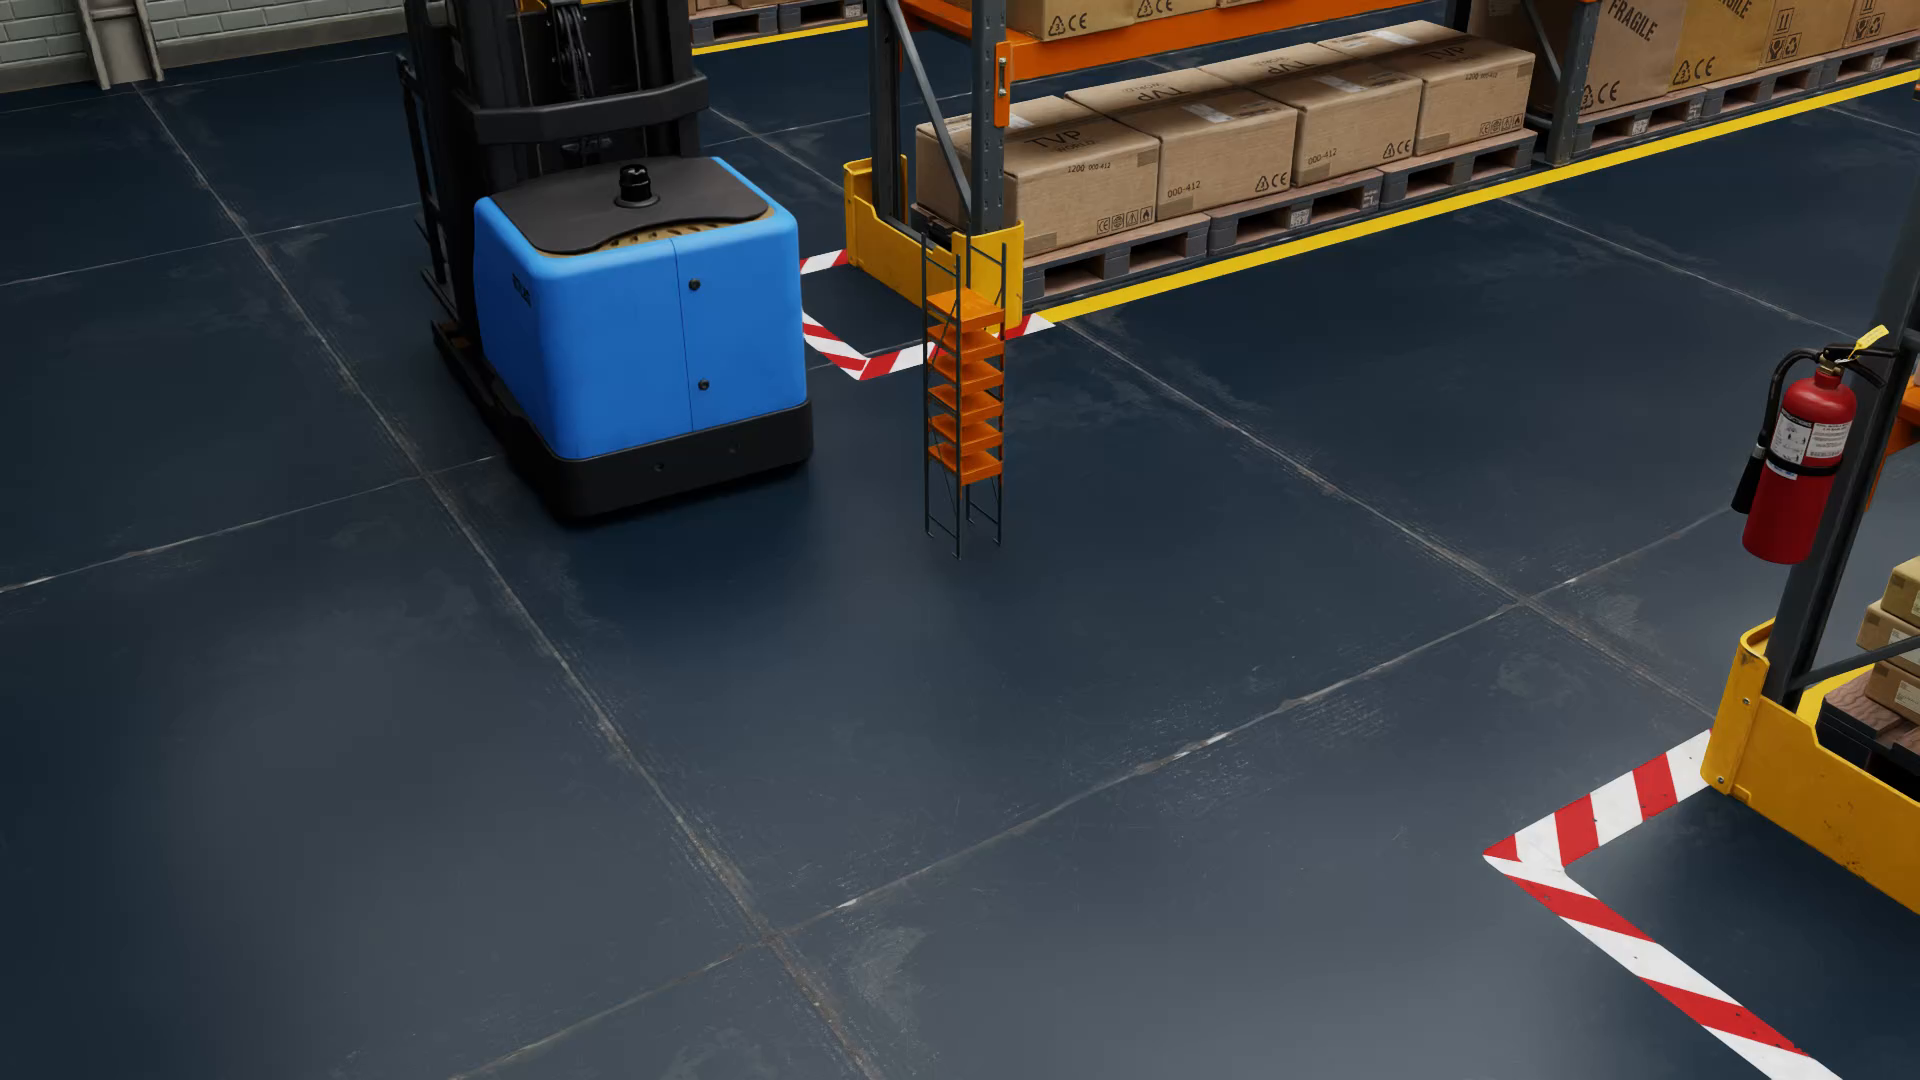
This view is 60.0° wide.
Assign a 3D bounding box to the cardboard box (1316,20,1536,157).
[{"bbox_3d":[2.654,-2.626,9.609,0.875,0.438,0.875,-20,37,-28],"label":"cardboard box"}]

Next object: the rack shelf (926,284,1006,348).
[{"bbox_3d":[0.012,-0.779,5.768,0.180,0.103,0.258,-19,37,-27],"label":"rack shelf"}]

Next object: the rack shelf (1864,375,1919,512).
[{"bbox_3d":[4.326,-0.592,5.052,4.000,0.370,1.077,-19,37,-27],"label":"rack shelf"}]

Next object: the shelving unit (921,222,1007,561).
[{"bbox_3d":[0.012,-0.512,5.937,0.189,1.200,0.258,-19,37,-27],"label":"shelving unit"}]

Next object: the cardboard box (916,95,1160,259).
[{"bbox_3d":[0.379,-1.839,8.361,0.875,0.438,0.875,-20,38,-29],"label":"cardboard box"}]

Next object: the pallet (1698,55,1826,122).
[{"bbox_3d":[4.874,-3.097,10.962,1.213,0.211,1.003,-19,37,-27],"label":"pallet"}]

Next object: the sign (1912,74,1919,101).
[{"bbox_3d":[2.361,-1.196,3.954,0.005,0.325,0.100,-19,37,-27],"label":"sign"}]

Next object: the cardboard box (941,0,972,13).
[{"bbox_3d":[0.140,-2.809,7.798,0.500,0.500,0.500,-19,37,-27],"label":"cardboard box"}]

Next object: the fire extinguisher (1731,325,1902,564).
[{"bbox_3d":[2.183,-0.262,4.276,0.183,0.674,0.296,-19,37,-27],"label":"fire extinguisher"}]

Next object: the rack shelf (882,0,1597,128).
[{"bbox_3d":[1.559,-2.783,8.524,4.000,0.370,1.077,-19,37,-27],"label":"rack shelf"}]

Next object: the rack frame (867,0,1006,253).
[{"bbox_3d":[-0.122,-2.509,7.416,0.127,3.000,1.000,-19,37,-27],"label":"rack frame"}]

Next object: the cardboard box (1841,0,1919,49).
[{"bbox_3d":[5.977,-3.938,11.279,0.875,0.875,0.875,-19,37,-28],"label":"cardboard box"}]

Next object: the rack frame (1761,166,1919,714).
[{"bbox_3d":[2.645,-0.318,3.943,0.127,3.000,1.000,-19,37,-27],"label":"rack frame"}]

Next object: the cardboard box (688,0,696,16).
[{"bbox_3d":[-2.249,-3.990,11.710,0.637,0.503,0.797,-21,38,-29],"label":"cardboard box"}]

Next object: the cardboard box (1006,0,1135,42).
[{"bbox_3d":[0.437,-2.561,7.405,0.500,0.500,0.500,-19,37,-28],"label":"cardboard box"}]

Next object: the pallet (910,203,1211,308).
[{"bbox_3d":[0.508,-1.596,8.582,1.213,0.211,1.003,-19,37,-27],"label":"pallet"}]

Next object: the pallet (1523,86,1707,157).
[{"bbox_3d":[3.848,-2.743,10.400,1.213,0.211,1.003,-19,37,-27],"label":"pallet"}]

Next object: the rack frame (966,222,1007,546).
[{"bbox_3d":[0.089,-0.538,5.978,0.006,1.200,0.240,-19,37,-27],"label":"rack frame"}]

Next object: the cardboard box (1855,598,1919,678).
[{"bbox_3d":[2.934,0.303,4.957,0.250,0.149,0.380,-20,37,-29],"label":"cardboard box"}]

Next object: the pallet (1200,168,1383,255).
[{"bbox_3d":[1.532,-1.946,9.137,1.213,0.211,1.003,-19,37,-27],"label":"pallet"}]

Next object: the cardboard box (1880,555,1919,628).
[{"bbox_3d":[2.953,0.191,4.856,0.250,0.149,0.380,-19,37,-27],"label":"cardboard box"}]

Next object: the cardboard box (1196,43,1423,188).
[{"bbox_3d":[1.902,-2.367,9.198,0.875,0.438,0.875,-20,37,-29],"label":"cardboard box"}]

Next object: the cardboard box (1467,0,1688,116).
[{"bbox_3d":[3.718,-3.159,10.045,0.875,0.875,0.875,-18,36,-26],"label":"cardboard box"}]

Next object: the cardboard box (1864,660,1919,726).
[{"bbox_3d":[2.975,0.464,4.981,0.250,0.149,0.380,-18,37,-26],"label":"cardboard box"}]

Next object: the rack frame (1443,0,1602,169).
[{"bbox_3d":[3.240,-3.665,9.249,0.127,3.000,1.000,-19,37,-27],"label":"rack frame"}]

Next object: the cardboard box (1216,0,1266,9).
[{"bbox_3d":[1.285,-2.859,7.877,0.500,0.500,0.500,-19,37,-28],"label":"cardboard box"}]

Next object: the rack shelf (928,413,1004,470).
[{"bbox_3d":[0.012,-0.373,6.024,0.180,0.103,0.258,-19,37,-27],"label":"rack shelf"}]

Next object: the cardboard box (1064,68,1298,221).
[{"bbox_3d":[1.143,-2.107,8.786,0.875,0.438,0.875,-18,36,-26],"label":"cardboard box"}]

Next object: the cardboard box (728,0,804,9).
[{"bbox_3d":[-1.509,-4.218,12.075,0.500,0.500,0.700,-17,36,-25],"label":"cardboard box"}]

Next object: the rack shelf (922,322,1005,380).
[{"bbox_3d":[0.012,-0.677,5.832,0.180,0.103,0.258,-19,37,-27],"label":"rack shelf"}]

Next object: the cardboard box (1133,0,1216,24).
[{"bbox_3d":[0.847,-2.720,7.657,0.500,0.500,0.500,-20,37,-28],"label":"cardboard box"}]

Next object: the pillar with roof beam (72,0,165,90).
[{"bbox_3d":[-3.236,-4.965,5.687,0.400,9.000,9.100,-19,37,-27],"label":"pillar with roof beam"}]

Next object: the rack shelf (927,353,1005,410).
[{"bbox_3d":[0.012,-0.576,5.896,0.180,0.103,0.258,-19,37,-27],"label":"rack shelf"}]

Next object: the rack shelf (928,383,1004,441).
[{"bbox_3d":[0.012,-0.474,5.960,0.180,0.103,0.258,-19,37,-27],"label":"rack shelf"}]

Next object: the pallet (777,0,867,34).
[{"bbox_3d":[-1.056,-4.158,12.643,1.213,0.211,1.003,-19,37,-27],"label":"pallet"}]

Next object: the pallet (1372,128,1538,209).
[{"bbox_3d":[2.559,-2.301,9.700,1.213,0.211,1.003,-19,37,-27],"label":"pallet"}]

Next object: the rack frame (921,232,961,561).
[{"bbox_3d":[-0.065,-0.485,5.895,0.006,1.200,0.240,-19,37,-27],"label":"rack frame"}]

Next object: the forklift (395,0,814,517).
[{"bbox_3d":[-1.744,-2.087,6.811,1.130,2.935,3.031,-17,36,-24],"label":"forklift"}]

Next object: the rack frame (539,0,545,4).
[{"bbox_3d":[-2.814,-4.734,10.943,0.127,3.000,1.000,-19,37,-27],"label":"rack frame"}]

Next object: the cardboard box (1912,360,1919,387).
[{"bbox_3d":[2.766,-0.433,4.361,0.250,0.149,0.380,-19,37,-27],"label":"cardboard box"}]

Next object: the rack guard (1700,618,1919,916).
[{"bbox_3d":[2.709,0.717,4.645,0.348,0.500,1.175,-19,37,-27],"label":"rack guard"}]

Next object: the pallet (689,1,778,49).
[{"bbox_3d":[-2.081,-3.807,12.088,1.213,0.211,1.003,-19,37,-27],"label":"pallet"}]

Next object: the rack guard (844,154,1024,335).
[{"bbox_3d":[-0.142,-1.445,8.072,0.348,0.500,1.175,-19,37,-27],"label":"rack guard"}]

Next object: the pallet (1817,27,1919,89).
[{"bbox_3d":[5.899,-3.448,11.518,1.213,0.211,1.003,-19,37,-27],"label":"pallet"}]

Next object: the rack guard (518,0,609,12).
[{"bbox_3d":[-2.750,-3.698,11.644,0.348,0.500,1.175,-19,37,-27],"label":"rack guard"}]

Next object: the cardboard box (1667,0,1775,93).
[{"bbox_3d":[4.473,-3.424,10.464,0.875,0.875,0.875,-18,36,-26],"label":"cardboard box"}]

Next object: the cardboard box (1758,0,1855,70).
[{"bbox_3d":[5.225,-3.682,10.873,0.875,0.875,0.875,-19,37,-27],"label":"cardboard box"}]

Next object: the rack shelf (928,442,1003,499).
[{"bbox_3d":[0.012,-0.271,6.088,0.180,0.103,0.258,-19,37,-27],"label":"rack shelf"}]

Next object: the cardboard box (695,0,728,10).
[{"bbox_3d":[-1.871,-3.945,11.971,0.250,0.149,0.380,-21,38,-29],"label":"cardboard box"}]

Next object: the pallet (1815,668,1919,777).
[{"bbox_3d":[3.411,0.620,5.069,1.213,0.211,1.003,-19,37,-27],"label":"pallet"}]
